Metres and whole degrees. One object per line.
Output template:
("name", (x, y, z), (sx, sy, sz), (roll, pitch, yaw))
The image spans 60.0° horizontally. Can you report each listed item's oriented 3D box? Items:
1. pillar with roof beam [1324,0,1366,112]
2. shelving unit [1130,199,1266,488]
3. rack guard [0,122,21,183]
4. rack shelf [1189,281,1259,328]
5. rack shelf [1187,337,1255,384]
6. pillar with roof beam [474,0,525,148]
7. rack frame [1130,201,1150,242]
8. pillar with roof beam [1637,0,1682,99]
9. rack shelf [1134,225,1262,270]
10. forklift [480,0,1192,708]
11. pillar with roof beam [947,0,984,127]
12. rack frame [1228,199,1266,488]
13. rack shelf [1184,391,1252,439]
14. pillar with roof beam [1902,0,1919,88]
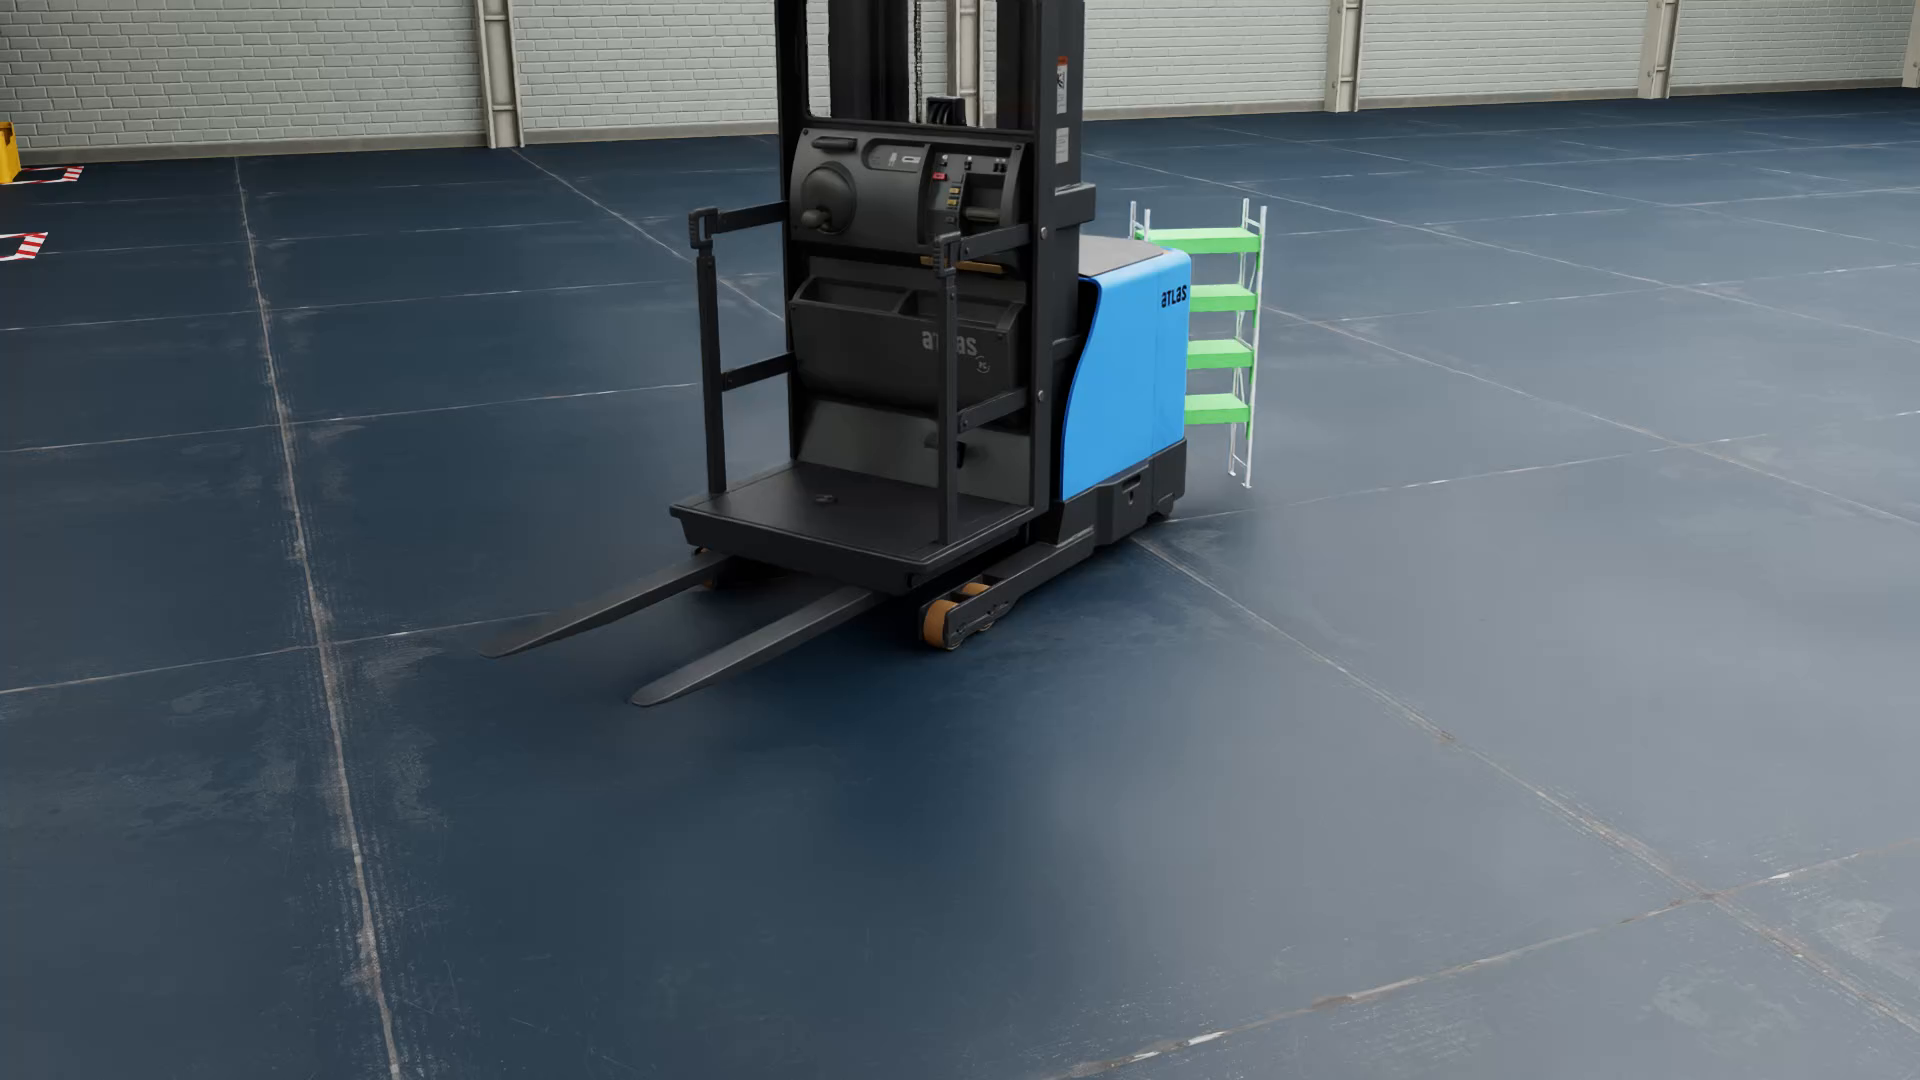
("pillar with roof beam", (7.286, -9.225, 19.173), (0.400, 9.000, 9.100), (-8, 21, -22))
("shelving unit", (0.977, -0.814, 7.027), (0.503, 1.200, 0.258), (-3, 20, -9))
("rack guard", (-9.929, -3.981, 17.076), (0.348, 0.500, 1.175), (-8, 21, -22))
("rack shelf", (0.977, -0.980, 6.969), (0.480, 0.148, 0.258), (-3, 20, -9))
("rack shelf", (0.977, -0.754, 7.048), (0.480, 0.148, 0.258), (-3, 20, -9))
("pillar with roof beam", (-3.733, -7.646, 14.689), (0.400, 9.000, 9.100), (-8, 21, -22))
("rack frame", (0.736, -0.801, 6.989), (0.015, 1.200, 0.240), (-3, 20, -9))
("pillar with roof beam", (12.795, -10.014, 21.414), (0.400, 9.000, 9.100), (-8, 21, -22))
("rack shelf", (0.977, -1.206, 6.889), (0.480, 0.148, 0.258), (-3, 20, -9))
("forklift", (-0.306, -1.197, 5.509), (1.130, 2.935, 3.031), (12, 23, 31))
("pillar with roof beam", (1.777, -8.436, 16.931), (0.400, 9.000, 9.100), (-8, 21, -22))
("rack frame", (1.217, -0.827, 7.065), (0.015, 1.200, 0.240), (-3, 20, -9))
("rack shelf", (0.977, -0.527, 7.128), (0.480, 0.148, 0.258), (-3, 20, -9))
("pillar with roof beam", (18.304, -10.804, 23.656), (0.400, 9.000, 9.100), (-8, 21, -22))
